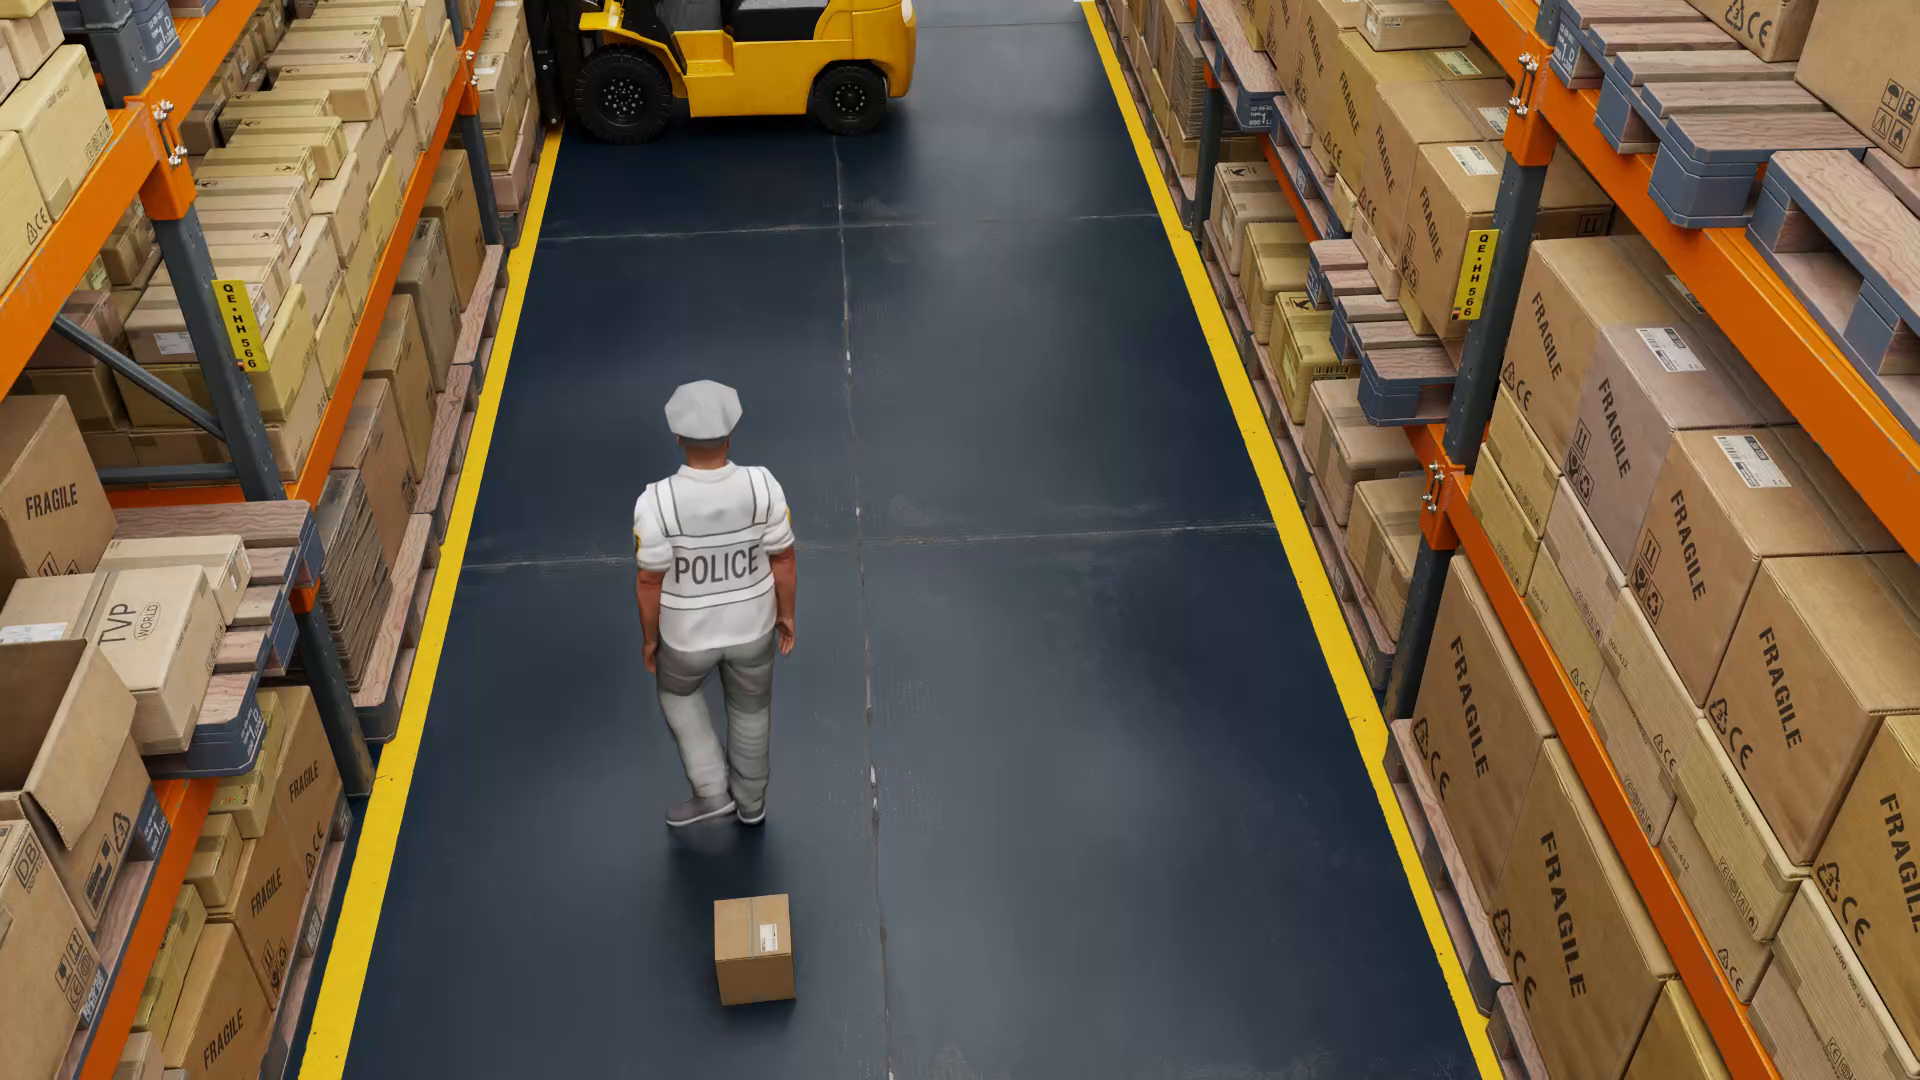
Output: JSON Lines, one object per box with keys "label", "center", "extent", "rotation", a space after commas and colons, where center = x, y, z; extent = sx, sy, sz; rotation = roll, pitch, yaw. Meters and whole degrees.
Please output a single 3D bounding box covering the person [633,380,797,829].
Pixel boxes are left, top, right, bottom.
{"label": "person", "center": [-0.831, 0.301, 5.747], "extent": [0.580, 1.750, 0.500], "rotation": [-11, 40, -13]}
